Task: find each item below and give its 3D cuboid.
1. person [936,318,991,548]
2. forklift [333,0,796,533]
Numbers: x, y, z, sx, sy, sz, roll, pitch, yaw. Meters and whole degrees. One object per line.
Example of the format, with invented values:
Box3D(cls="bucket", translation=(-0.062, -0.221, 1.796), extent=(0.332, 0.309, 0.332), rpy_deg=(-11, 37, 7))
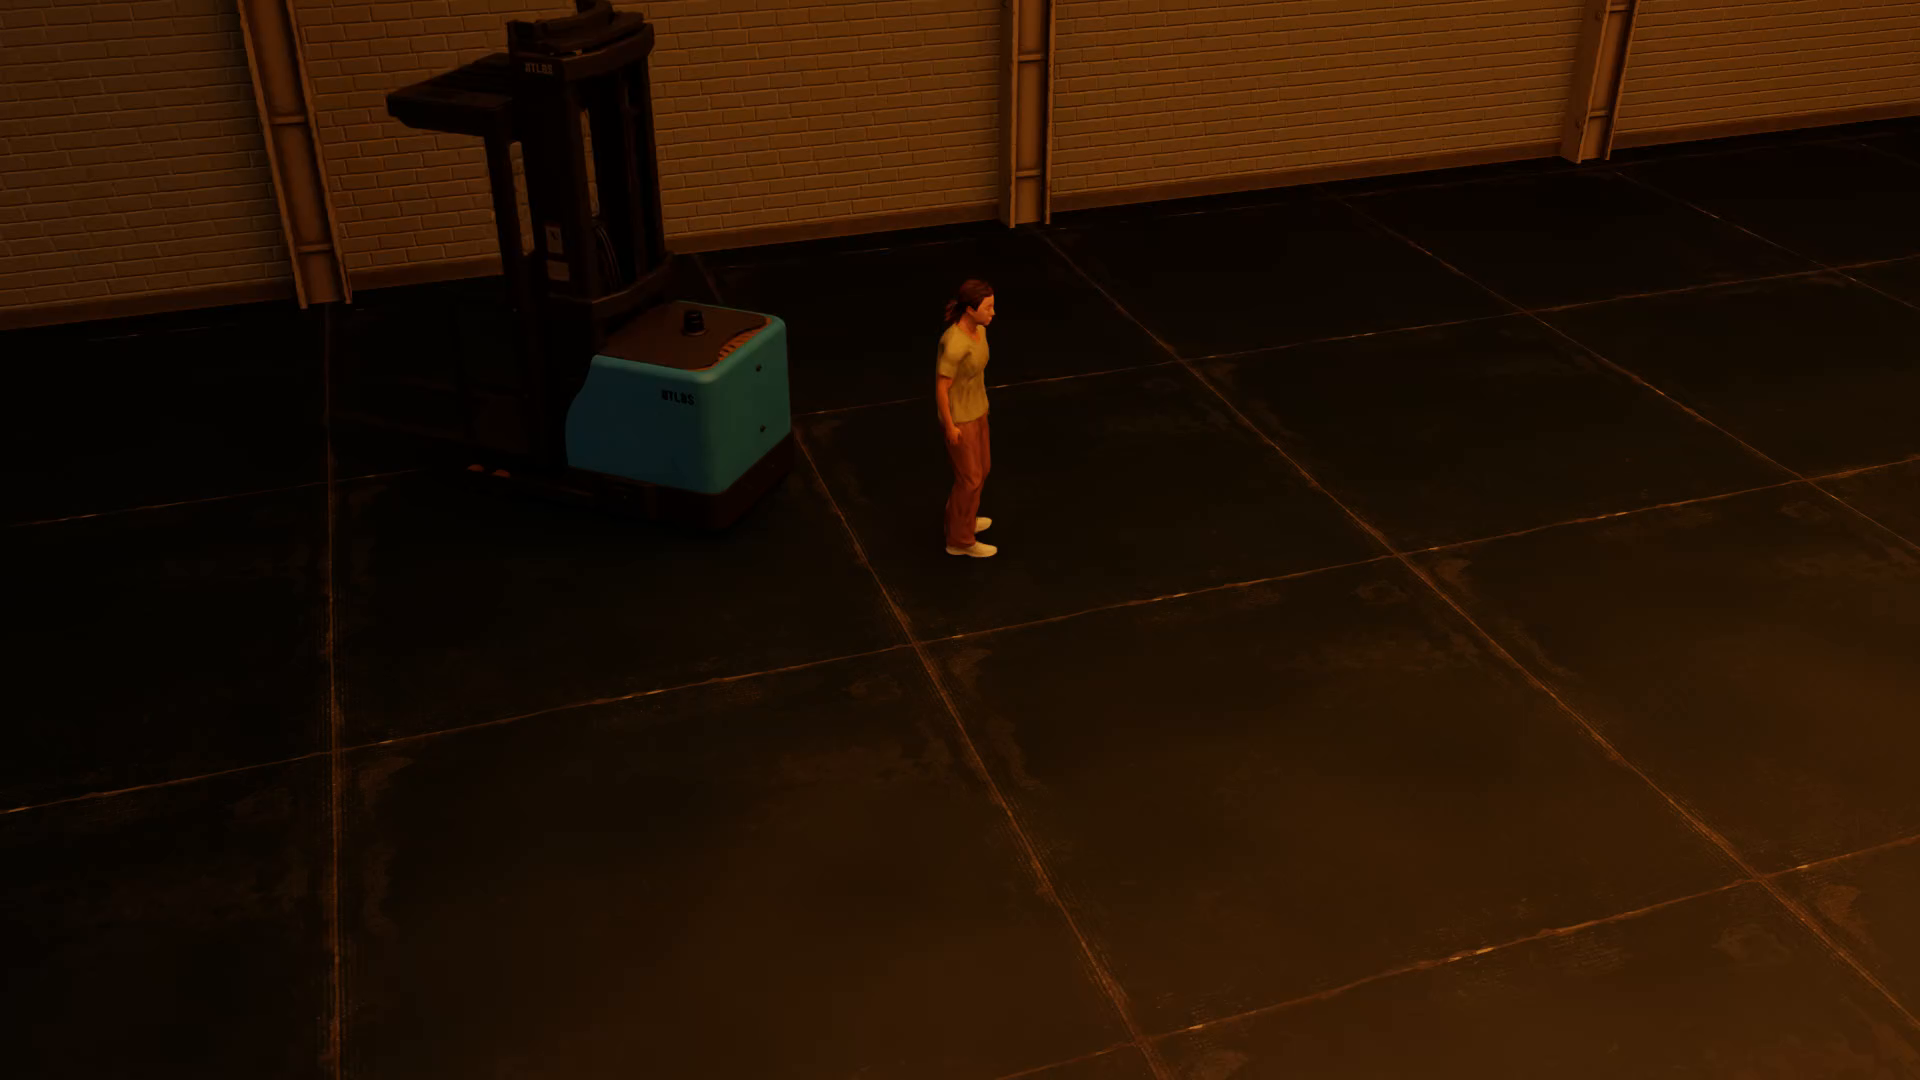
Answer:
Box3D(cls="person", translation=(0.030, -0.644, 9.663), extent=(0.334, 1.371, 0.494), rpy_deg=(12, 32, 20))
Box3D(cls="forklift", translation=(-2.631, -1.776, 10.175), extent=(3.031, 2.935, 1.130), rpy_deg=(11, 32, 19))
